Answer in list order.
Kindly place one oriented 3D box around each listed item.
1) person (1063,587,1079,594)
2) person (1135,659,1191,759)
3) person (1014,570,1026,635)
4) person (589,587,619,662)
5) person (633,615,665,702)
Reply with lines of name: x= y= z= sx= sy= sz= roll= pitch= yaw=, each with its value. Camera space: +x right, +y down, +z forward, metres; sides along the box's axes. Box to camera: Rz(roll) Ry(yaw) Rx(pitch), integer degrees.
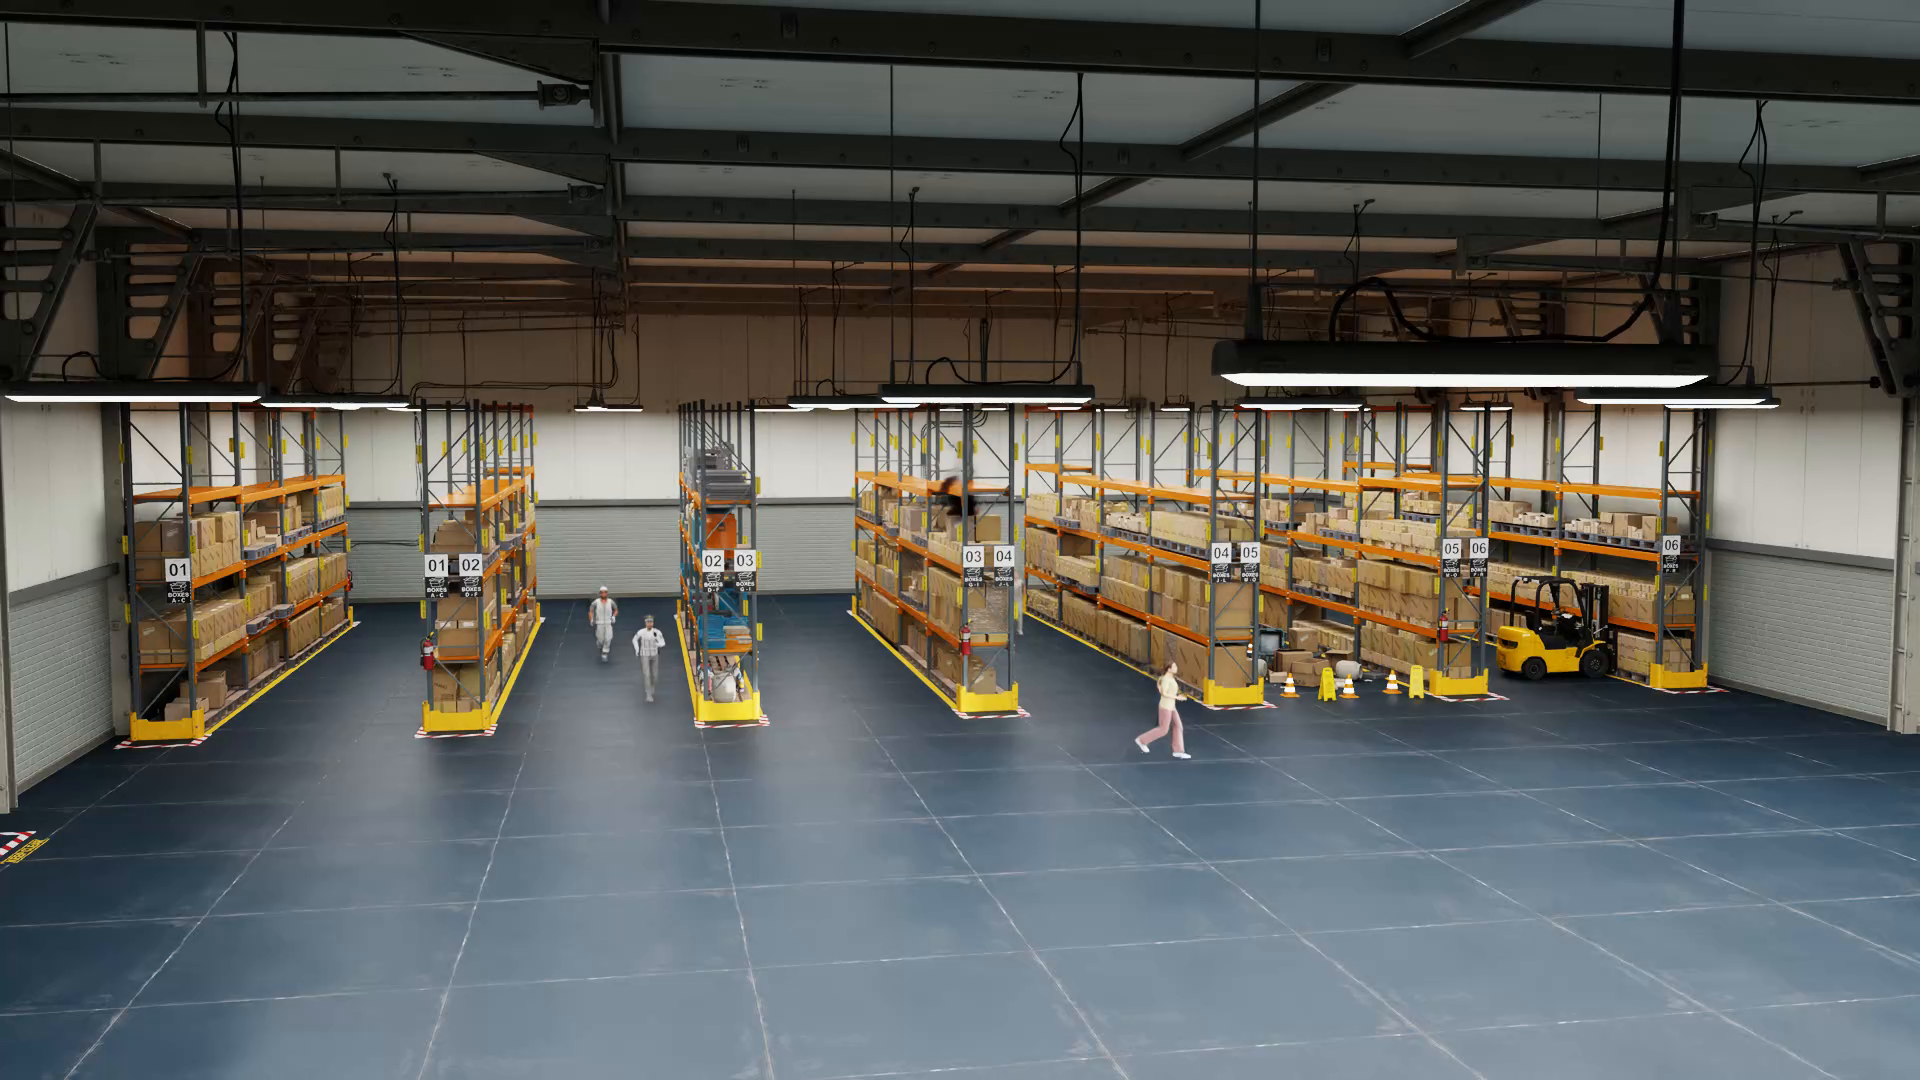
person: x=3.255 y=1.113 z=49.825 sx=0.783 sy=1.701 sz=0.756 roll=-3 pitch=5 yaw=-37
person: x=3.387 y=2.805 z=27.654 sx=0.926 sy=1.656 sz=0.562 roll=1 pitch=4 yaw=13
person: x=1.474 y=1.602 z=43.487 sx=0.580 sy=1.649 sz=1.013 roll=-1 pitch=4 yaw=-11
person: x=-8.251 y=1.952 z=38.583 sx=0.672 sy=1.732 sz=0.592 roll=-1 pitch=5 yaw=-19
person: x=-6.228 y=2.337 z=33.376 sx=0.611 sy=1.682 sz=0.921 roll=-1 pitch=5 yaw=-18
